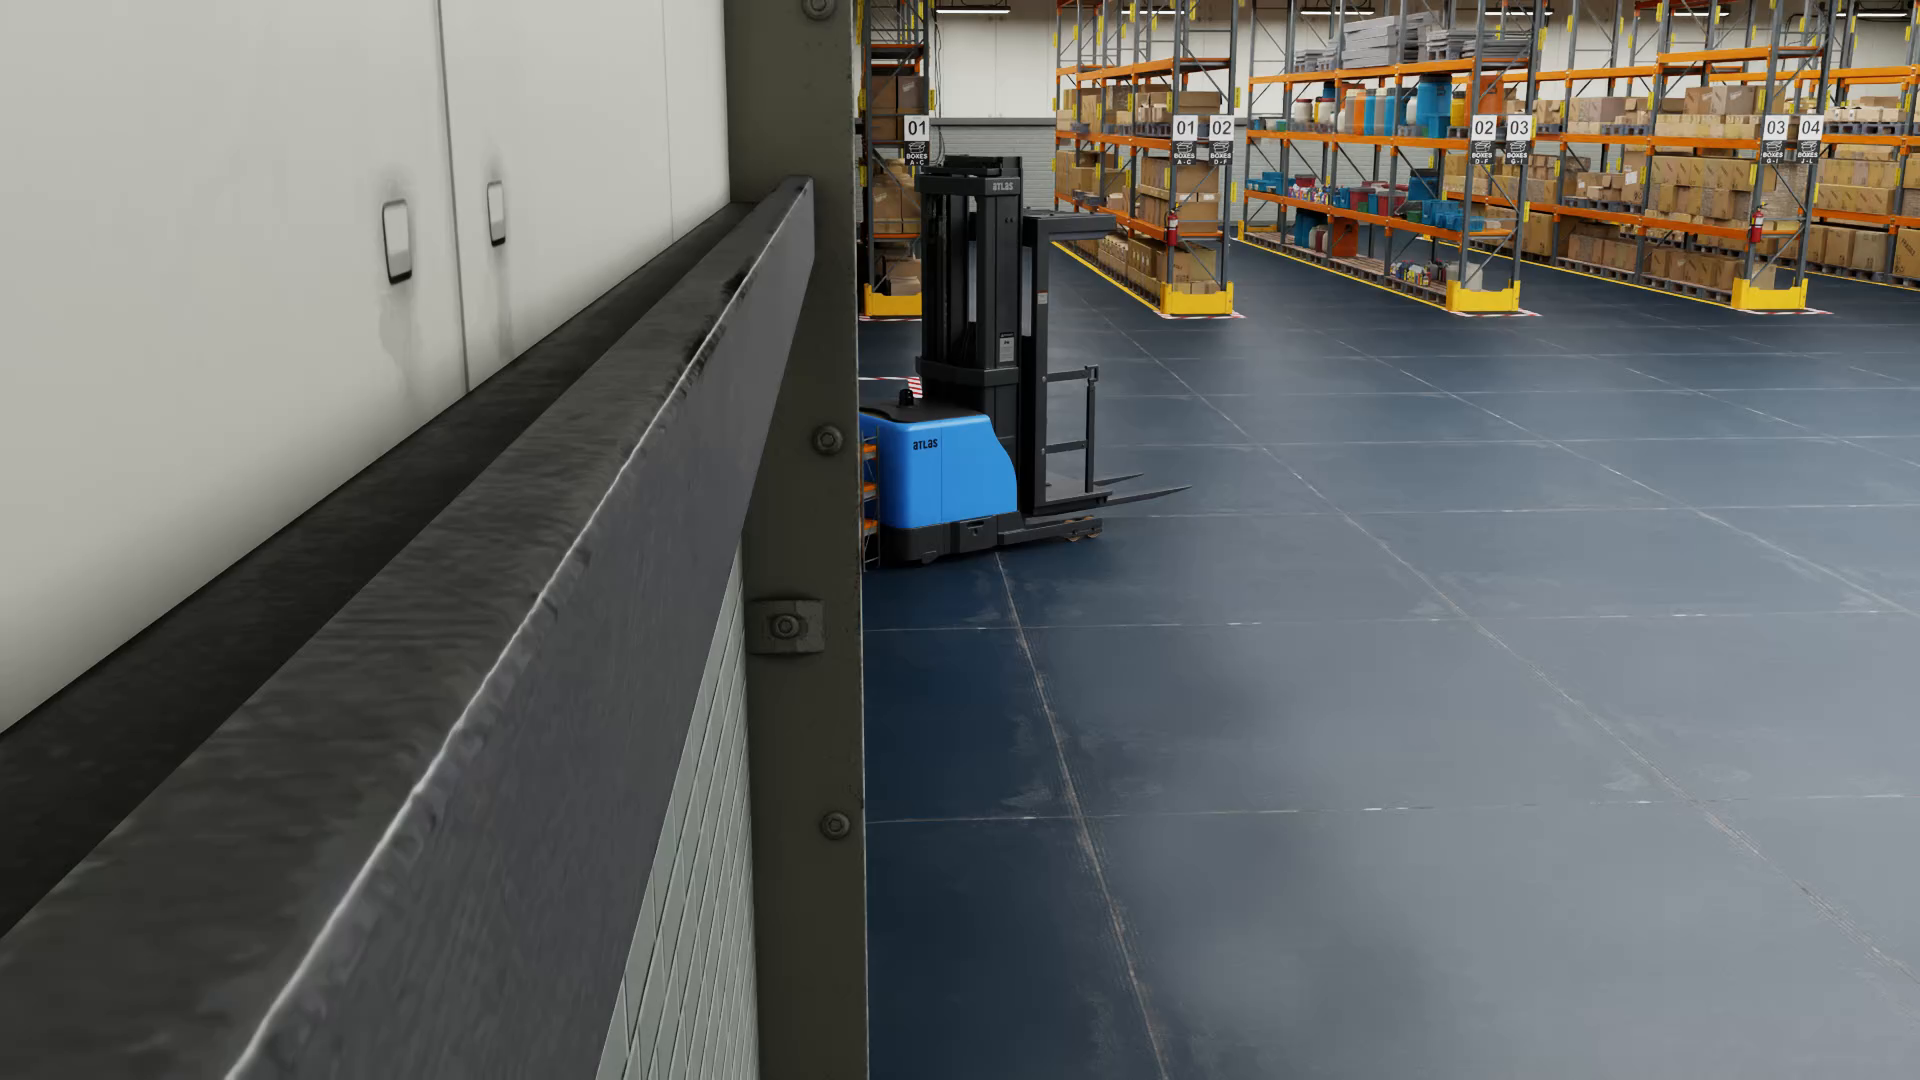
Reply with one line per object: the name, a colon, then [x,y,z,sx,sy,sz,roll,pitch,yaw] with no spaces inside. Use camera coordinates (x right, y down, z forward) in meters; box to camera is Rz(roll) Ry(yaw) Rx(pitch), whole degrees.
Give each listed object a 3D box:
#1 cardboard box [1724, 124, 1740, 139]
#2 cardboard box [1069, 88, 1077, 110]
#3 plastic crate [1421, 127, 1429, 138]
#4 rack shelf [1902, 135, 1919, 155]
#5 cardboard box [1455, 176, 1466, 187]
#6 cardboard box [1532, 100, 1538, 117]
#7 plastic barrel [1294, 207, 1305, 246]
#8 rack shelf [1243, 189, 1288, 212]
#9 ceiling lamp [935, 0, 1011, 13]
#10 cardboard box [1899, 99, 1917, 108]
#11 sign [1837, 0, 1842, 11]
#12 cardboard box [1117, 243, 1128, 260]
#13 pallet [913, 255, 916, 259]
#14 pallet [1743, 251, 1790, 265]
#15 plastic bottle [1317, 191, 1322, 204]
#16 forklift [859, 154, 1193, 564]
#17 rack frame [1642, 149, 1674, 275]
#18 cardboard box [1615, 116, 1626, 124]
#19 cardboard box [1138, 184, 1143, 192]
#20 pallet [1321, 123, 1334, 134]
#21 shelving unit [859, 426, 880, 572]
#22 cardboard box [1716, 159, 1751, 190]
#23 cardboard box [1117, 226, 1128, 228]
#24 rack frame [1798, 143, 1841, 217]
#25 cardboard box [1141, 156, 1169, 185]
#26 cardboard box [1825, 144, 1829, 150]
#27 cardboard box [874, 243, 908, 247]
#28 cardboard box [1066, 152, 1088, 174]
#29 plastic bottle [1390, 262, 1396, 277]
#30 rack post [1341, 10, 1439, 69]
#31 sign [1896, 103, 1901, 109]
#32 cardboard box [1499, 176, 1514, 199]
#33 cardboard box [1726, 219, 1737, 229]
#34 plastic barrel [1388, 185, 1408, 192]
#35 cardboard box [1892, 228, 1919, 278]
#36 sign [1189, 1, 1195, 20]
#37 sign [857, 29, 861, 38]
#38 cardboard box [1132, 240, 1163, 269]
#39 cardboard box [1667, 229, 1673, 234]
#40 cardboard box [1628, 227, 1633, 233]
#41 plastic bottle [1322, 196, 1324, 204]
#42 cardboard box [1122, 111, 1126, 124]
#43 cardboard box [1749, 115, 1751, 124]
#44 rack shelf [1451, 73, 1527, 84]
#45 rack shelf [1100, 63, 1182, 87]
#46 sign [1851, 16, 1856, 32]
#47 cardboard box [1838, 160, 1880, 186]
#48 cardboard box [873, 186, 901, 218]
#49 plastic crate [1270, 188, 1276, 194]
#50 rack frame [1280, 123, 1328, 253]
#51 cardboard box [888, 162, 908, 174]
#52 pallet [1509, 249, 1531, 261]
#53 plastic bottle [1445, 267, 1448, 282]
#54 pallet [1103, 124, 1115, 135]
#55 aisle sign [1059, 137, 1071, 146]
cardboard box: [13.516,-7.030,28.611,0.500,0.250,0.500,-1,14,-3]
cardboard box: [3.025,-10.721,40.447,0.700,0.500,0.500,-1,14,-3]
plastic crate: [8.468,-7.282,29.714,0.336,0.188,0.450,-1,14,-3]
rack shelf: [18.666,-7.063,29.882,1.077,0.370,4.000,-1,14,-3]
cardboard box: [12.706,-8.953,41.508,0.500,0.250,0.500,-1,14,-5]
cardboard box: [13.190,-9.613,37.300,0.797,0.503,0.637,-1,14,-4]
plastic barrel: [8.163,-7.370,39.017,0.600,0.901,0.708,-1,14,-3]
rack shelf: [8.022,-8.467,41.358,1.077,0.370,4.000,-1,14,-3]
ceiling lamp: [0.365,-15.599,43.878,2.000,3.185,0.800,-1,14,-3]
cardboard box: [23.154,-10.450,40.357,0.500,0.500,0.500,-1,14,-2]
sign: [14.375,-8.814,27.192,0.100,0.325,0.005,-1,14,-3]
cardboard box: [3.348,-5.622,32.406,0.500,0.311,0.500,0,14,-2]
pallet: [-1.467,-6.017,35.988,1.003,0.211,1.213,-1,14,-3]
pallet: [18.247,-6.295,37.069,1.003,0.211,1.213,-1,14,-3]
plastic bottle: [7.916,-7.538,36.562,0.097,0.271,0.097,0,14,0]
forklift: [0.513,-1.508,13.007,3.031,2.935,1.130,-10,17,-34]
rack frame: [13.589,-6.405,31.900,0.949,2.616,0.053,-1,14,-3]
cardboard box: [13.369,-8.413,33.309,0.380,0.166,0.250,-1,14,-5]
cardboard box: [3.521,-6.546,30.944,0.380,0.149,0.250,-1,14,-4]
pallet: [8.444,-8.876,35.864,1.003,0.211,1.213,-1,14,-3]
shelving unit: [-0.748,-0.310,12.124,0.252,1.050,0.215,10,17,33]
cardboard box: [13.516,-6.344,28.859,0.500,0.500,0.500,-1,14,-3]
cardboard box: [3.572,-6.879,37.875,0.500,0.500,0.500,-1,14,-3]
rack frame: [22.733,-9.542,44.093,1.000,3.000,0.127,-1,14,-3]
cardboard box: [3.732,-6.819,30.706,0.700,0.500,0.500,-1,14,-3]
cardboard box: [22.502,-10.101,42.755,0.380,0.149,0.250,-1,14,-5]
cardboard box: [-1.382,-5.616,32.967,0.700,0.500,0.500,-1,14,-3]
cardboard box: [2.847,-9.150,40.360,0.500,0.500,0.500,-1,14,-3]
plastic bottle: [8.224,-5.134,31.553,0.097,0.271,0.097,0,14,0]
rack post: [8.434,-9.819,32.728,1.013,1.000,3.121,-1,14,-3]
sign: [22.427,-10.280,39.744,0.100,0.325,0.005,-1,14,-3]
cardboard box: [12.901,-8.200,38.674,0.500,0.500,0.500,-1,14,-3]
cardboard box: [13.528,-5.480,28.808,0.380,0.149,0.250,-1,14,-3]
plastic barrel: [8.756,-6.818,33.233,0.433,0.535,0.433,0,14,0]
cardboard box: [18.511,-5.473,31.700,0.875,0.875,0.875,-1,14,-3]
sign: [4.253,-9.690,30.435,0.100,0.325,0.005,-1,14,-3]
sign: [-2.297,-11.597,37.848,0.100,0.325,0.005,-1,14,-3]
cardboard box: [3.453,-5.243,30.556,0.500,0.500,0.500,-1,14,-3]
cardboard box: [17.646,-7.620,40.902,0.380,0.149,0.250,-1,14,-5]
cardboard box: [17.610,-8.064,43.228,0.380,0.149,0.250,-1,14,-4]
plastic bottle: [7.940,-7.407,36.195,0.097,0.201,0.097,0,14,0]
cardboard box: [3.585,-8.589,33.827,0.500,0.250,0.500,0,14,-2]
cardboard box: [13.606,-7.114,28.137,0.380,0.149,0.250,-1,14,-5]
rack shelf: [12.966,-11.255,40.958,1.077,0.370,4.000,-1,14,-3]
rack shelf: [3.574,-9.114,32.634,1.077,0.370,4.000,-1,14,-3]
sign: [18.848,-10.895,35.119,0.100,0.325,0.005,-1,14,-3]
cardboard box: [18.411,-7.491,33.916,0.700,0.500,0.500,-1,14,-4]
cardboard box: [-1.240,-5.595,27.507,0.500,0.500,0.500,-1,14,-4]
plastic crate: [7.809,-8.488,40.428,0.437,0.125,0.590,-1,14,-3]
rack frame: [8.146,-8.318,39.335,1.000,3.000,0.127,-1,14,-3]
cardboard box: [-1.266,-7.860,35.211,0.500,0.250,0.500,-1,14,-2]
pallet: [13.291,-6.549,38.056,1.003,0.211,1.213,-1,14,-3]
plastic bottle: [9.008,-4.898,30.627,0.152,0.276,0.135,-1,14,-2]
pallet: [3.581,-8.441,34.174,1.213,0.211,1.003,0,14,-1]
aisle sign: [2.657,-10.509,42.632,0.394,0.787,0.004,-1,14,-3]
